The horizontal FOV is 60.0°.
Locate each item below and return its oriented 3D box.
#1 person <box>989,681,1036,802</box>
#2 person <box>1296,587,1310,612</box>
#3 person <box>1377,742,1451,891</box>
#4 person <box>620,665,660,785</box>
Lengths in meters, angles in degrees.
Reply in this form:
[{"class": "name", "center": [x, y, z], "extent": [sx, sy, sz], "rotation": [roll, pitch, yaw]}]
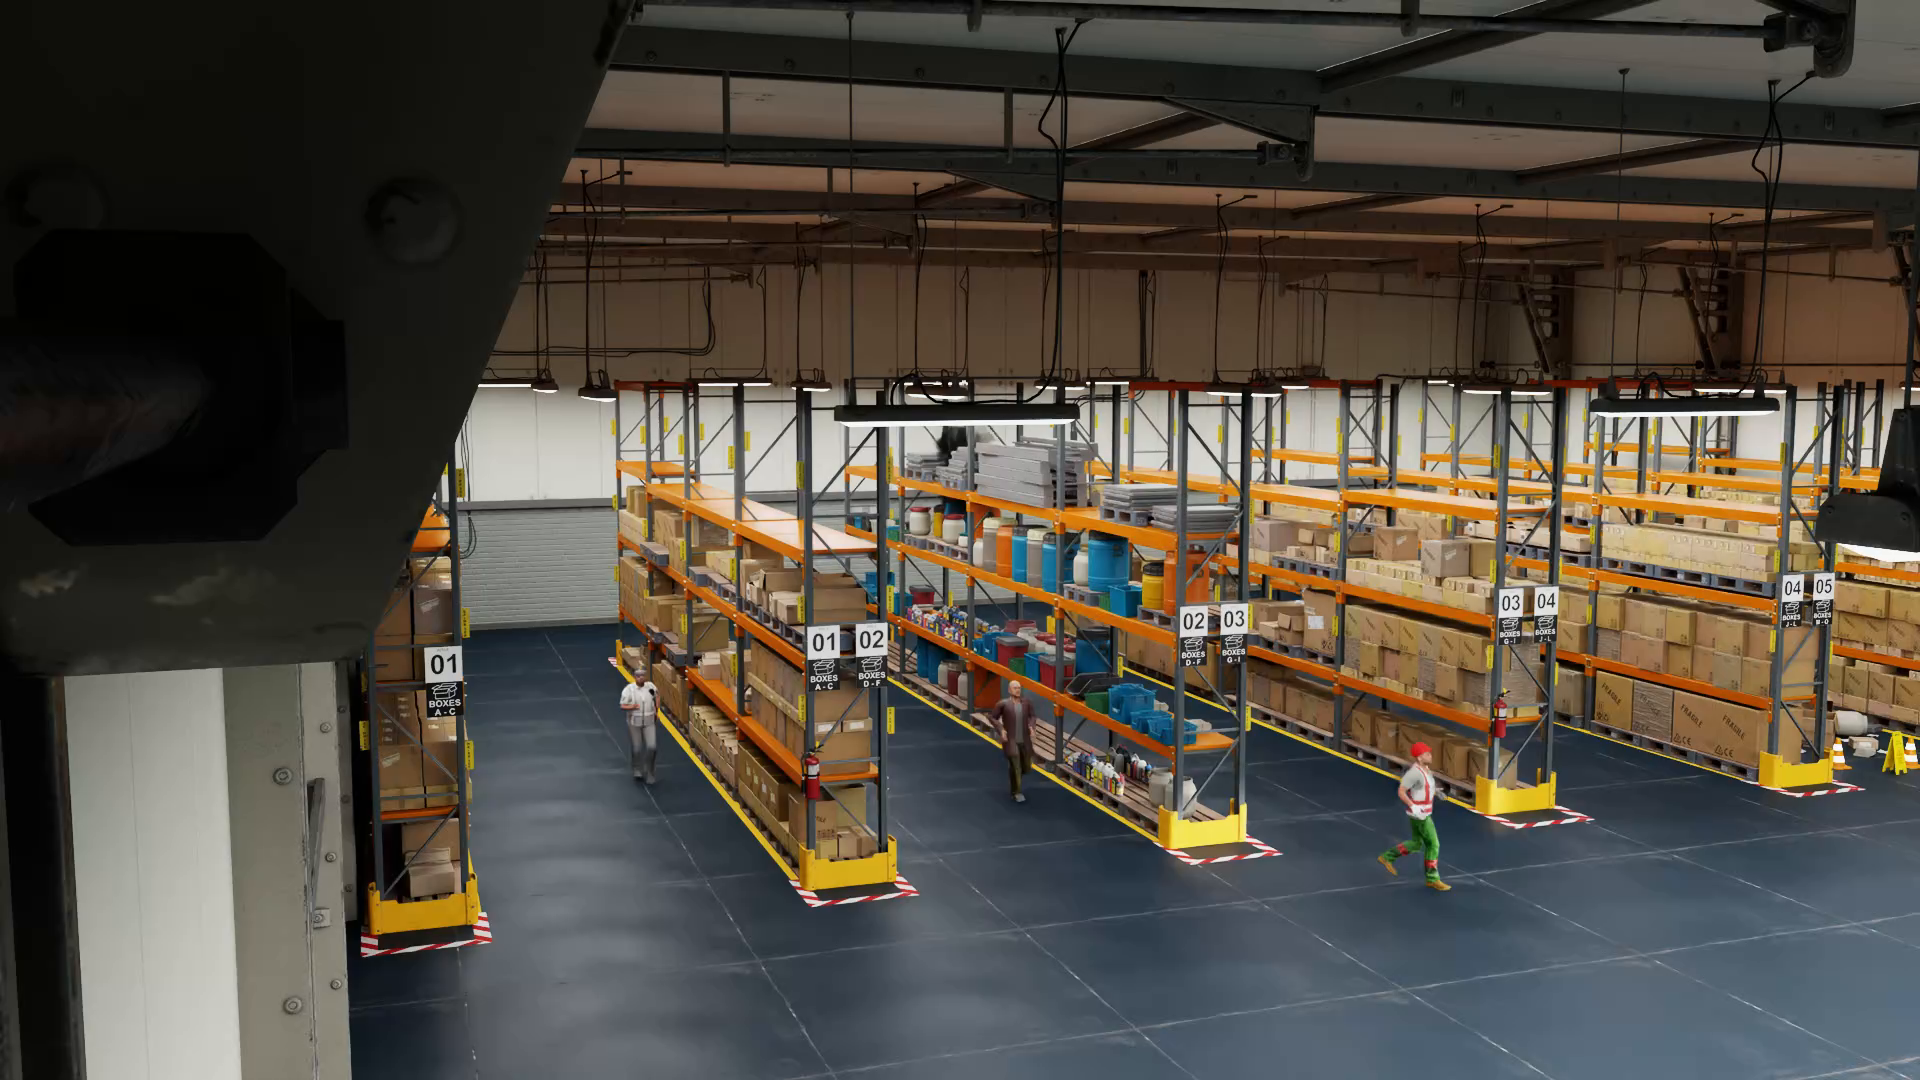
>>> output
[{"class": "person", "center": [0.791, 2.908, 24.238], "extent": [0.713, 1.730, 0.754], "rotation": [-2, 6, -20]}, {"class": "person", "center": [7.252, 1.815, 34.990], "extent": [0.613, 1.687, 0.681], "rotation": [-1, 6, -10]}, {"class": "person", "center": [5.528, 3.321, 20.154], "extent": [0.881, 1.788, 0.643], "rotation": [2, 6, 21]}, {"class": "person", "center": [-4.813, 2.801, 25.168], "extent": [0.640, 1.836, 0.727], "rotation": [-2, 6, -18]}]
